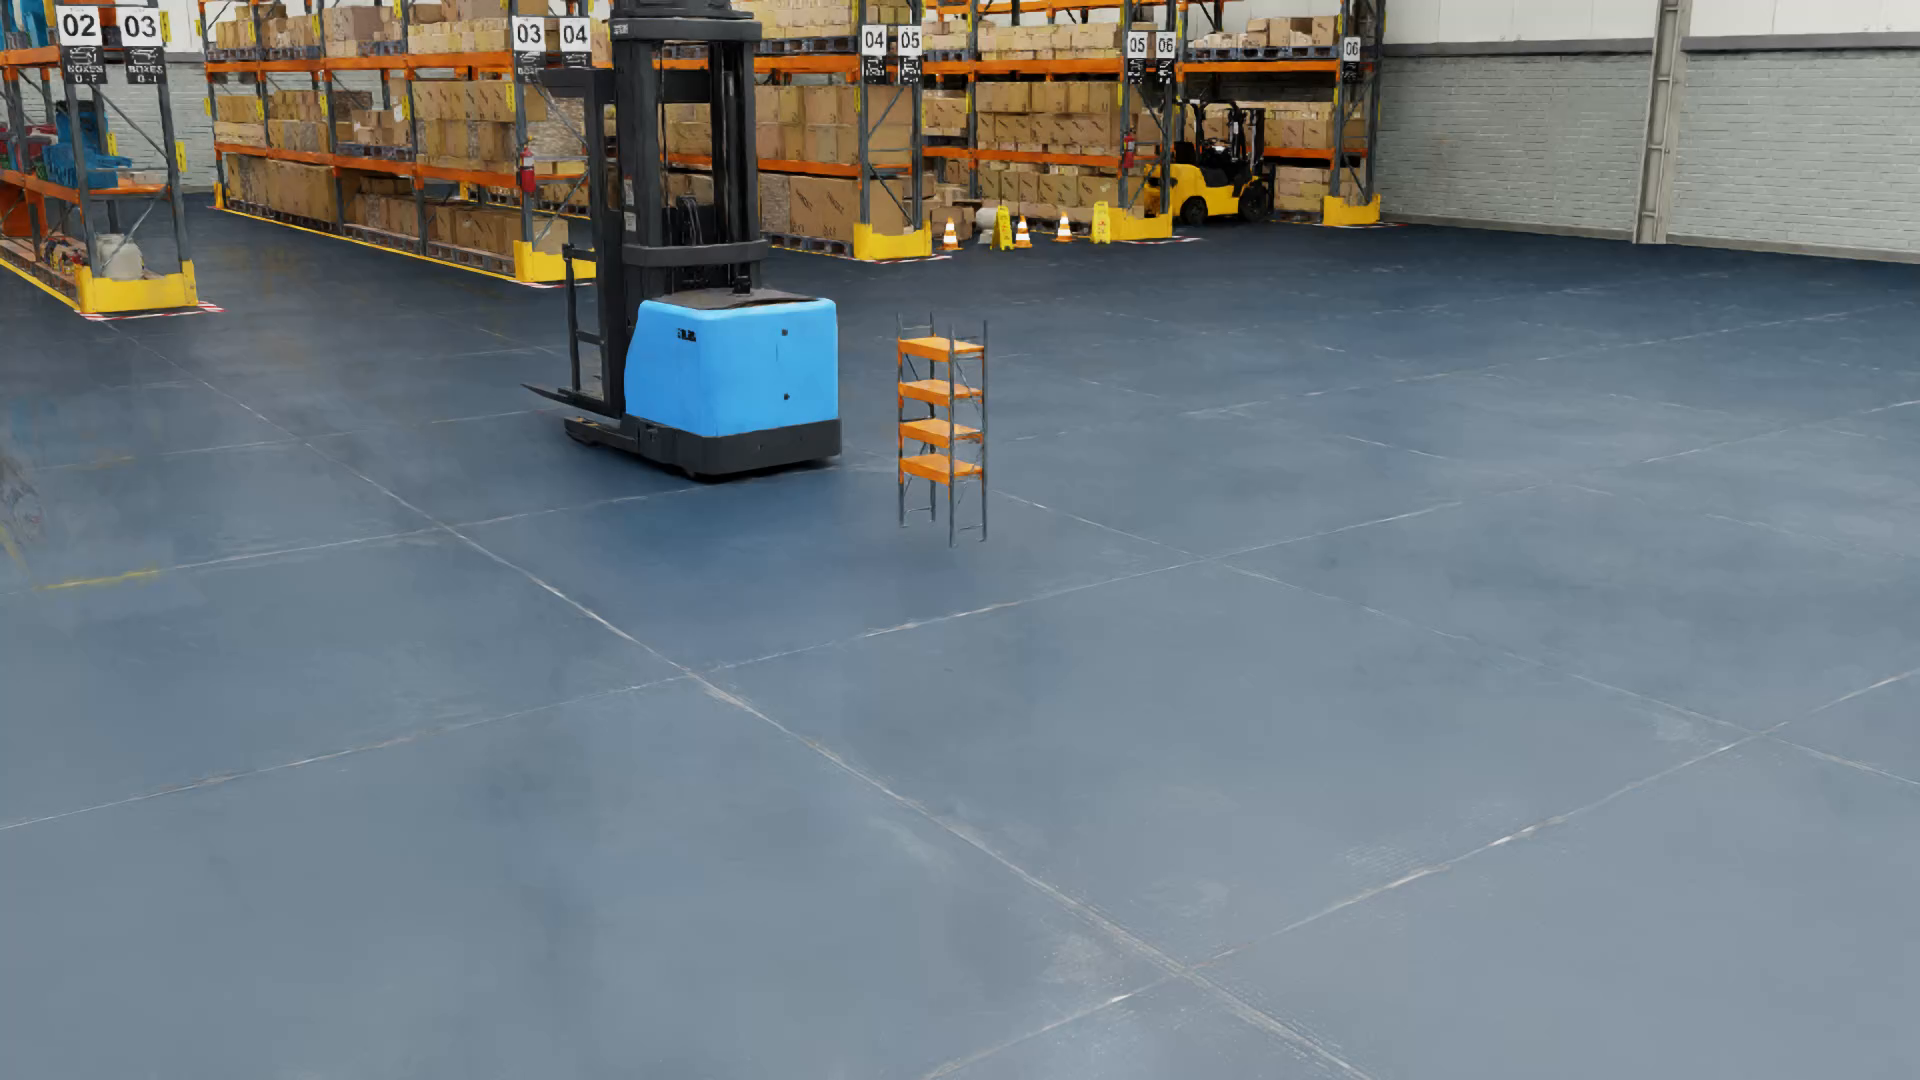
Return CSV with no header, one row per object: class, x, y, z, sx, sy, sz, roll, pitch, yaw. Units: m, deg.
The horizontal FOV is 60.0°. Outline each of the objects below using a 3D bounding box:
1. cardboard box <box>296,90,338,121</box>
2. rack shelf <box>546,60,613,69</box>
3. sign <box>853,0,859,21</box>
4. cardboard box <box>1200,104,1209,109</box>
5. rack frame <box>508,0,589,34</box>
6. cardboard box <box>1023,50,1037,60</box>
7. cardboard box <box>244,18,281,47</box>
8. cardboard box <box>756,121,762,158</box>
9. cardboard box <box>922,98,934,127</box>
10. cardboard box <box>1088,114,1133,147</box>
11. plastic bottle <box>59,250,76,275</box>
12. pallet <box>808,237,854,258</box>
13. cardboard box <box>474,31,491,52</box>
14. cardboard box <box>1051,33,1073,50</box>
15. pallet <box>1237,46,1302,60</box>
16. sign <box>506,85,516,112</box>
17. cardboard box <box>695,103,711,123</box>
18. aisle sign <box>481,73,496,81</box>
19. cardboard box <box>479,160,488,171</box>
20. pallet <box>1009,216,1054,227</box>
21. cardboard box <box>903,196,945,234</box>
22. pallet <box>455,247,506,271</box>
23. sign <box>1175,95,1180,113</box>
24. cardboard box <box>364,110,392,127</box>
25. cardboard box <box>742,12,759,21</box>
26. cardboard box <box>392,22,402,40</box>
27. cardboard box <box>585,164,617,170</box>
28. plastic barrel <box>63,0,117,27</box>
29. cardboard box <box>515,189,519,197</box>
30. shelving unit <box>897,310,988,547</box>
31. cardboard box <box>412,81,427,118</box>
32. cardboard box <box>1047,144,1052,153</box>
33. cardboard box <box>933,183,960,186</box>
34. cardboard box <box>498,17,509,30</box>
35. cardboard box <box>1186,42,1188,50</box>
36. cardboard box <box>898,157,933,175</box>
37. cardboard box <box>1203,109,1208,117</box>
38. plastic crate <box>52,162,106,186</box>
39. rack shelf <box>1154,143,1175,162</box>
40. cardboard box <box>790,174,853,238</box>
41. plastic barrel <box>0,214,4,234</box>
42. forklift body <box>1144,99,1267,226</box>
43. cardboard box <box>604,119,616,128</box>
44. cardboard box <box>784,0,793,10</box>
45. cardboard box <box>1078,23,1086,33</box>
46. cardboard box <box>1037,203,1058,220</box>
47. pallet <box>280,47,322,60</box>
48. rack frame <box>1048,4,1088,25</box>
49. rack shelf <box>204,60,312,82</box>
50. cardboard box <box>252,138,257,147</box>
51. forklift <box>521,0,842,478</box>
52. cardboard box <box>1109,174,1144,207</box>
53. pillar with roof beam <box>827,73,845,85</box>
cardboard box,-10.955,-7.474,28.613,0.797,0.503,0.637,-10,18,-33
rack shelf,-6.862,-8.777,31.143,1.077,0.370,4.000,-11,19,-35
sign,-1.430,-7.296,22.843,0.100,0.325,0.005,-11,19,-35
cardboard box,4.812,-8.309,31.769,0.380,0.149,0.250,-11,19,-34
rack frame,-5.054,-7.687,20.116,1.000,3.000,0.127,-11,19,-35
cardboard box,1.282,-8.118,27.849,0.380,0.149,0.250,-11,19,-36
cardboard box,-12.618,-9.260,30.369,0.700,0.500,0.500,-12,20,-38
cardboard box,-2.766,-6.278,26.046,0.875,0.550,0.550,-11,19,-35
cardboard box,-0.438,-7.860,30.564,0.500,0.500,0.500,-10,18,-33
cardboard box,2.420,-6.597,26.743,0.500,0.500,0.500,-11,19,-36
plastic bottle,-10.621,-3.306,19.797,0.152,0.276,0.135,-11,19,-34
pallet,-1.516,-4.356,24.590,1.003,0.211,1.213,-11,19,-35
cardboard box,-5.839,-6.338,21.152,0.500,0.250,0.500,-11,19,-34
cardboard box,1.840,-8.135,27.155,0.500,0.250,0.500,-10,18,-33
pallet,5.859,-8.923,30.481,1.003,0.211,1.213,-11,19,-35
sign,-5.515,-5.423,20.415,0.100,0.325,0.005,-11,19,-35
cardboard box,-3.935,-7.141,27.402,0.700,0.500,0.500,-11,19,-35
aisle sign,-10.190,-10.275,36.009,0.394,0.787,0.004,-11,19,-35
cardboard box,-6.137,-4.966,22.013,0.380,0.149,0.250,-11,19,-35
pallet,1.034,-5.703,29.513,1.003,0.211,1.213,-11,19,-35
cardboard box,-0.675,-5.374,27.500,0.797,0.637,0.503,-11,19,-35
pallet,-6.261,-3.904,22.941,1.003,0.211,1.213,-11,19,-35
sign,4.190,-8.391,32.009,0.100,0.325,0.005,-11,19,-35
cardboard box,-8.999,-6.540,26.304,0.700,0.500,0.500,-8,17,-26
cardboard box,-2.975,-7.909,25.346,0.500,0.250,0.500,-11,19,-35
cardboard box,-8.040,-7.418,24.272,0.396,0.266,0.258,-10,18,-33
cardboard box,-6.606,-6.820,30.832,0.500,0.250,0.500,-11,19,-34
plastic barrel,-9.449,-5.965,17.898,0.600,0.830,0.708,-11,19,-35
cardboard box,-8.837,-7.078,33.858,0.380,0.149,0.250,-12,19,-36
shelving unit,-0.097,-0.614,9.047,0.258,1.200,0.503,-11,19,-35
cardboard box,-7.347,-6.186,23.349,0.500,0.500,0.500,-11,19,-35
cardboard box,1.686,-6.587,27.936,0.380,0.149,0.250,-11,19,-35
cardboard box,-0.536,-6.534,31.449,0.950,0.372,0.625,-10,18,-33
cardboard box,-5.470,-6.371,20.519,0.380,0.149,0.250,-11,19,-35
cardboard box,4.283,-9.745,32.809,0.380,0.149,0.250,-11,19,-35
cardboard box,-1.068,-8.961,40.074,0.700,0.500,0.500,-12,19,-37
cardboard box,4.751,-8.154,31.769,0.380,0.149,0.250,-10,18,-33
plastic crate,-9.974,-4.153,18.850,0.499,0.251,0.408,-11,19,-35
rack shelf,3.447,-8.037,34.122,1.077,0.370,4.000,-11,19,-35
cardboard box,-1.954,-5.042,25.044,0.875,0.875,0.875,-11,19,-35
plastic barrel,-14.470,-4.944,25.376,0.421,0.512,0.421,0,15,0
forklift body,4.384,-6.815,29.903,2.313,2.155,1.214,-11,19,-35
cardboard box,-6.345,-7.510,29.950,0.380,0.149,0.250,-10,18,-33
cardboard box,-2.352,-7.848,24.366,0.380,0.149,0.250,-11,19,-34
cardboard box,2.131,-8.243,26.796,0.380,0.149,0.250,-11,19,-34
cardboard box,1.659,-5.562,28.128,0.500,0.250,0.500,-12,19,-37
pallet,-10.839,-8.225,28.122,1.003,0.211,1.213,-10,18,-32
rack frame,2.271,-11.705,34.796,1.000,3.000,0.127,-11,19,-35
rack shelf,-13.286,-8.883,31.530,1.077,0.370,4.000,-11,19,-35
cardboard box,-12.856,-7.359,30.757,0.380,0.149,0.250,-11,19,-35
forklift,-2.097,-2.130,11.307,1.130,2.935,3.031,-12,20,-38
cardboard box,2.697,-5.790,27.541,0.500,0.500,0.500,-12,19,-36
pillar with roof beam,-6.771,-13.461,41.211,9.100,9.000,0.400,-11,19,-35
